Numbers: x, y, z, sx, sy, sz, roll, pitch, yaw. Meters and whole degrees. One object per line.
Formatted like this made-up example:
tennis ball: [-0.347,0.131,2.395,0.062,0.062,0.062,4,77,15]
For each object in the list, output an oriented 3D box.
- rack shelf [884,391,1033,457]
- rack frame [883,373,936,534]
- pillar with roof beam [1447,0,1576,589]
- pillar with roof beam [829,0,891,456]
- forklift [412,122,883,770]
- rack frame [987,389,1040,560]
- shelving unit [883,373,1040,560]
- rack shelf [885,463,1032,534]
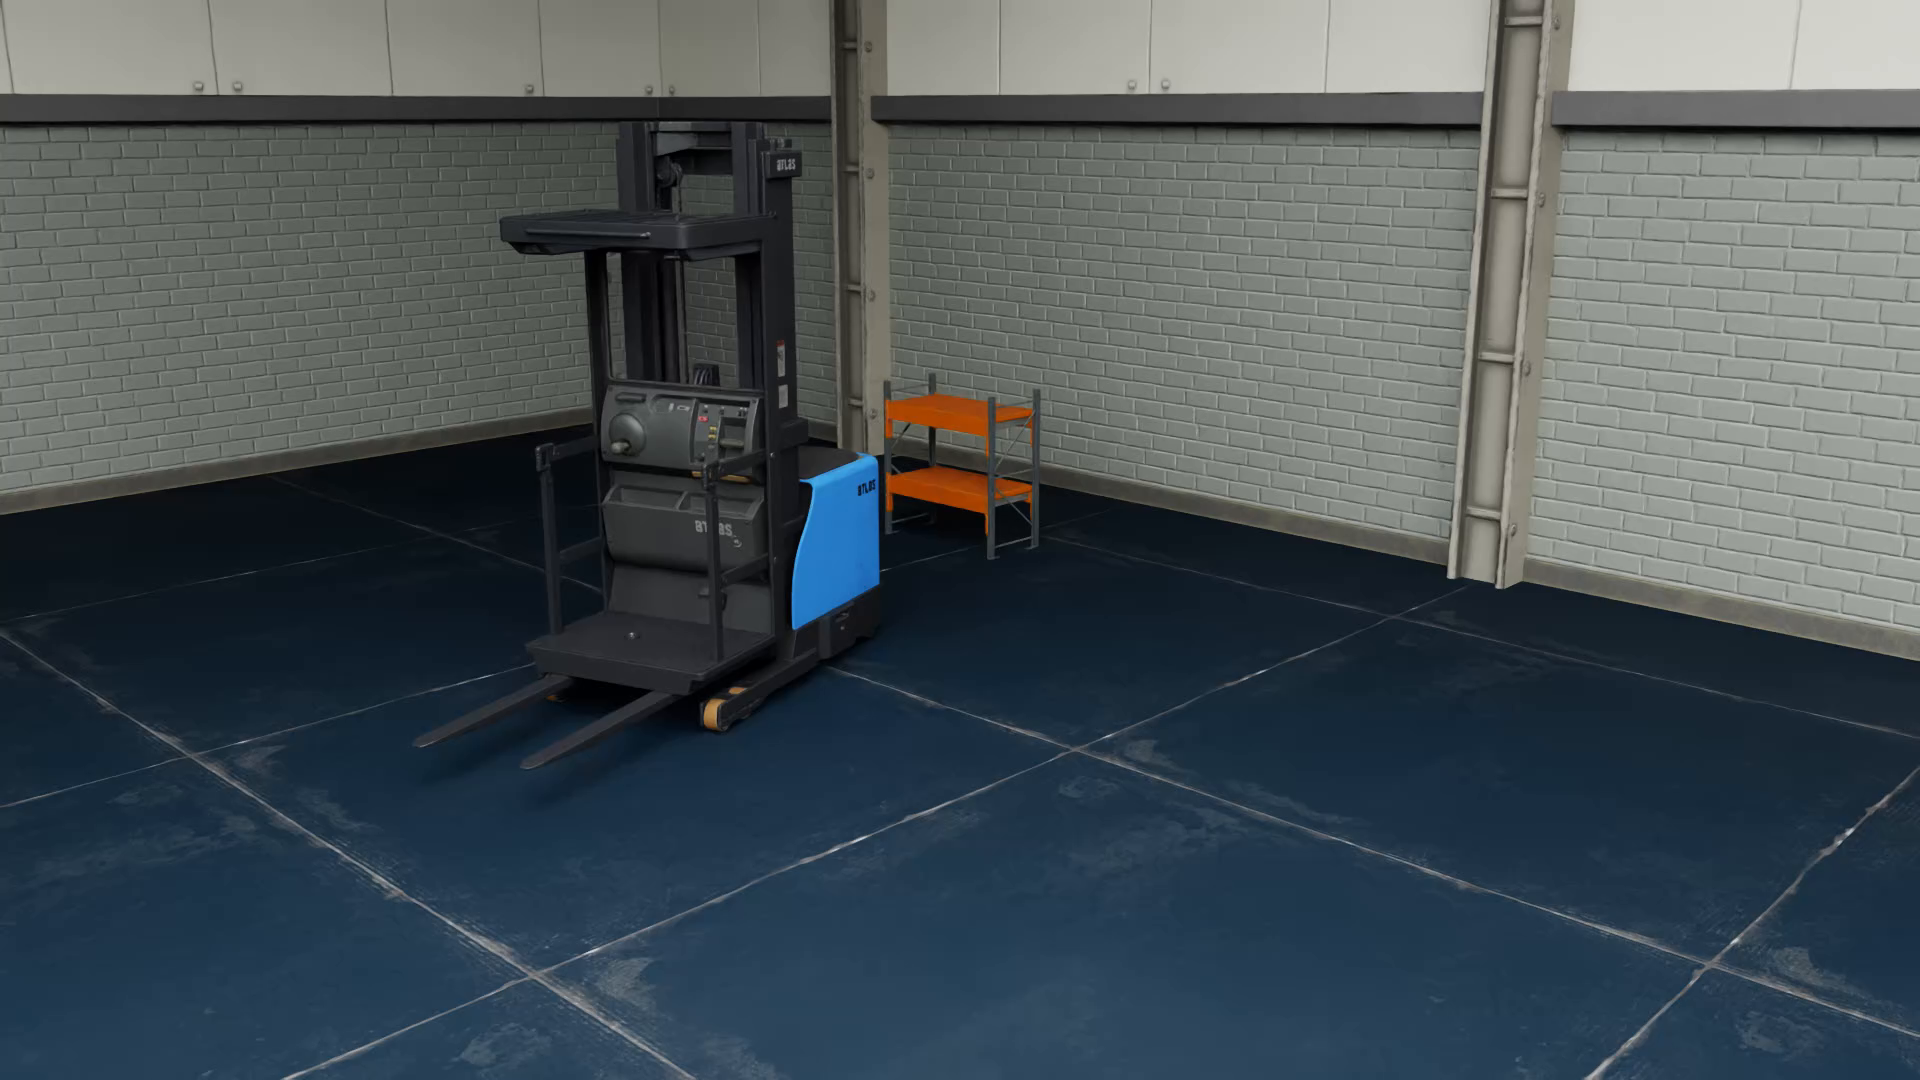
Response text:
rack shelf: [0.005,-0.826,11.712,1.000,0.278,0.538,14,20,42]
rack frame: [-0.361,-0.632,12.127,0.032,1.125,0.500,14,20,42]
pillar with roof beam: [0.471,-3.318,6.818,0.400,9.000,9.100,14,20,42]
pillar with roof beam: [-3.848,-4.368,10.848,0.400,9.000,9.100,14,20,42]
forklift: [-1.535,-0.589,8.379,1.130,2.935,3.031,7,16,24]
rack frame: [0.371,-0.454,11.444,0.032,1.125,0.500,14,20,42]
shelving unit: [0.005,-0.543,11.786,1.048,1.125,0.538,14,20,42]
rack shelf: [0.005,-0.307,11.847,1.000,0.278,0.538,14,20,42]
